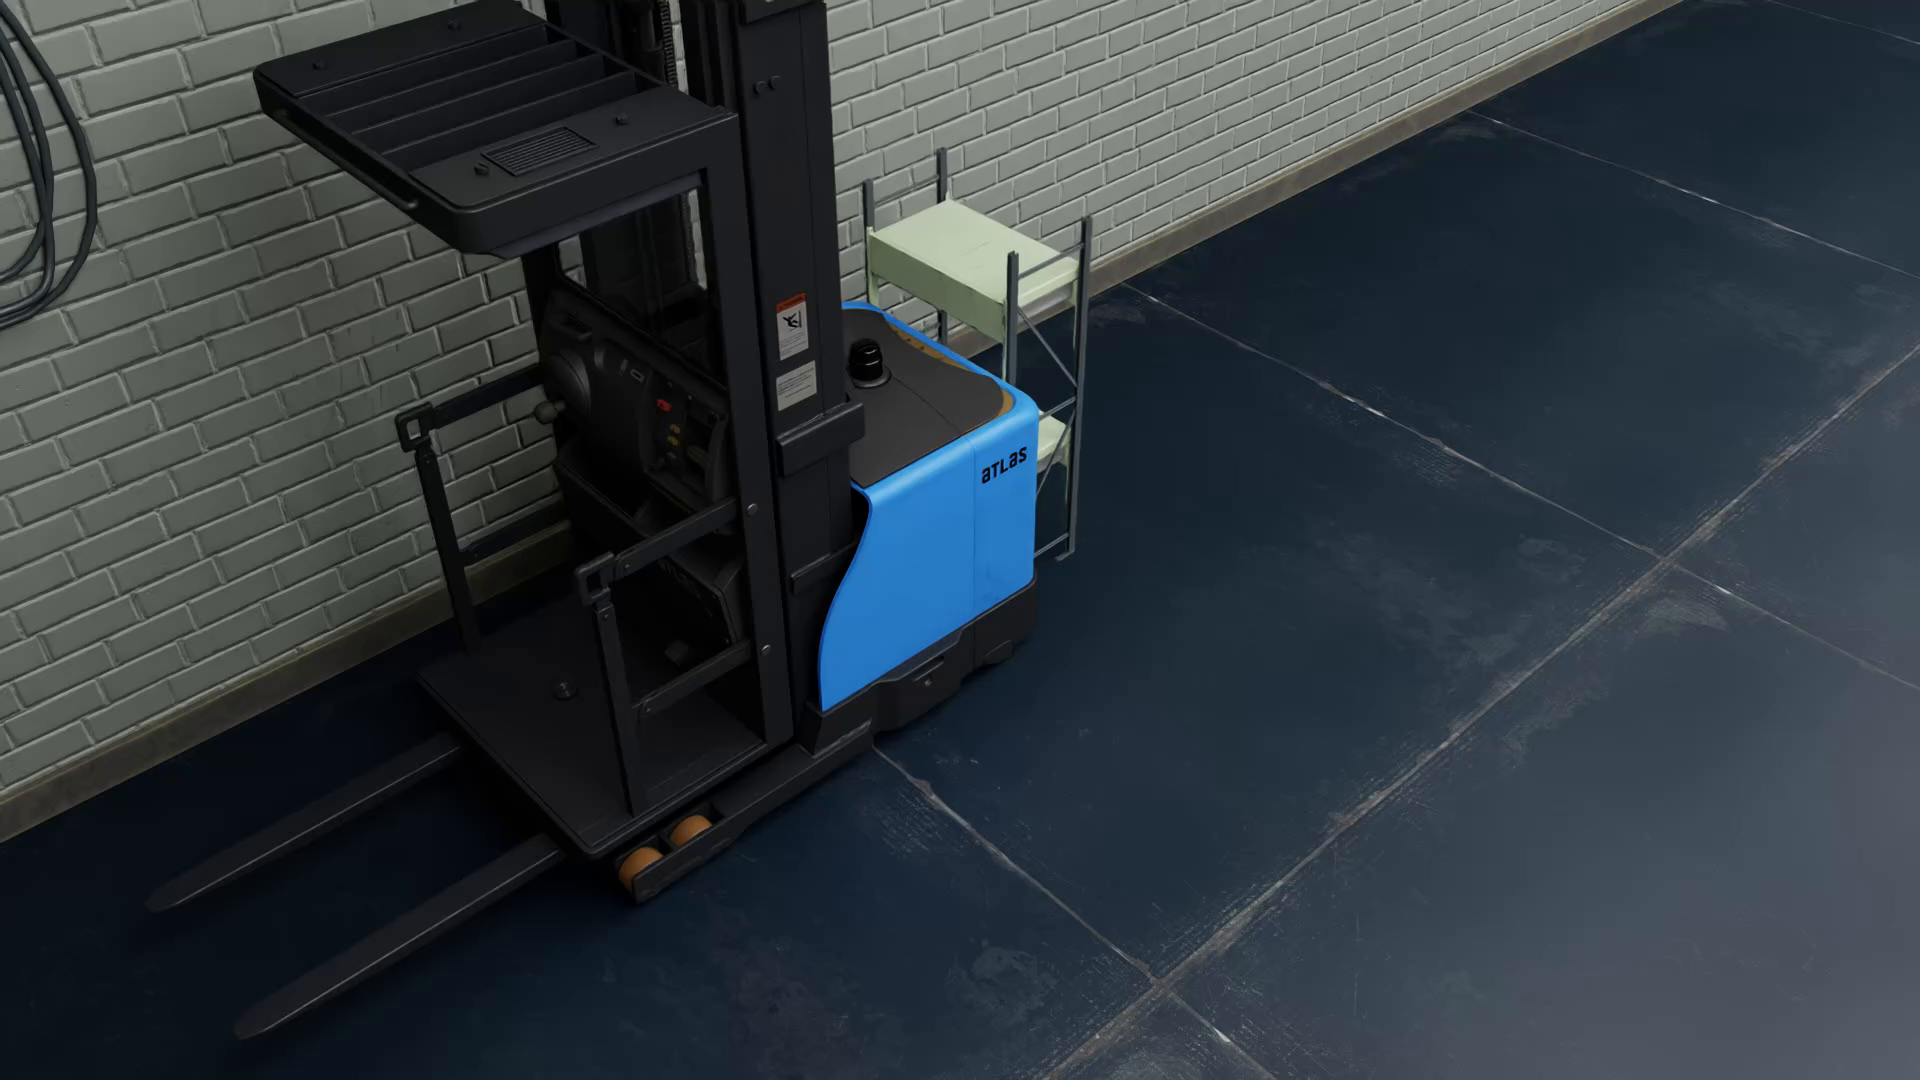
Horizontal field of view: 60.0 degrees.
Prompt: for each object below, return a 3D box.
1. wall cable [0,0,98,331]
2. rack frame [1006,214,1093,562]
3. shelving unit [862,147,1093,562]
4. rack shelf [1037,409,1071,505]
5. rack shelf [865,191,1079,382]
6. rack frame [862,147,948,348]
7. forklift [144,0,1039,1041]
[{"bbox_3d":[-3.573,-1.047,3.355,3.097,2.526,0.112,-30,48,-32],"label":"wall cable"},{"bbox_3d":[0.309,-0.453,6.117,0.400,1.500,0.023,-31,48,-33],"label":"rack frame"},{"bbox_3d":[0.055,-0.618,6.322,0.431,1.500,0.755,-31,48,-33],"label":"shelving unit"},{"bbox_3d":[0.055,-0.365,6.527,0.431,0.370,0.720,-31,48,-33],"label":"rack shelf"},{"bbox_3d":[0.055,-0.922,6.077,0.431,0.370,0.720,-31,48,-33],"label":"rack shelf"},{"bbox_3d":[-0.200,-0.784,6.527,0.400,1.500,0.023,-31,48,-33],"label":"rack frame"},{"bbox_3d":[-1.138,-0.364,4.869,3.031,2.935,1.130,-30,48,-32],"label":"forklift"}]
